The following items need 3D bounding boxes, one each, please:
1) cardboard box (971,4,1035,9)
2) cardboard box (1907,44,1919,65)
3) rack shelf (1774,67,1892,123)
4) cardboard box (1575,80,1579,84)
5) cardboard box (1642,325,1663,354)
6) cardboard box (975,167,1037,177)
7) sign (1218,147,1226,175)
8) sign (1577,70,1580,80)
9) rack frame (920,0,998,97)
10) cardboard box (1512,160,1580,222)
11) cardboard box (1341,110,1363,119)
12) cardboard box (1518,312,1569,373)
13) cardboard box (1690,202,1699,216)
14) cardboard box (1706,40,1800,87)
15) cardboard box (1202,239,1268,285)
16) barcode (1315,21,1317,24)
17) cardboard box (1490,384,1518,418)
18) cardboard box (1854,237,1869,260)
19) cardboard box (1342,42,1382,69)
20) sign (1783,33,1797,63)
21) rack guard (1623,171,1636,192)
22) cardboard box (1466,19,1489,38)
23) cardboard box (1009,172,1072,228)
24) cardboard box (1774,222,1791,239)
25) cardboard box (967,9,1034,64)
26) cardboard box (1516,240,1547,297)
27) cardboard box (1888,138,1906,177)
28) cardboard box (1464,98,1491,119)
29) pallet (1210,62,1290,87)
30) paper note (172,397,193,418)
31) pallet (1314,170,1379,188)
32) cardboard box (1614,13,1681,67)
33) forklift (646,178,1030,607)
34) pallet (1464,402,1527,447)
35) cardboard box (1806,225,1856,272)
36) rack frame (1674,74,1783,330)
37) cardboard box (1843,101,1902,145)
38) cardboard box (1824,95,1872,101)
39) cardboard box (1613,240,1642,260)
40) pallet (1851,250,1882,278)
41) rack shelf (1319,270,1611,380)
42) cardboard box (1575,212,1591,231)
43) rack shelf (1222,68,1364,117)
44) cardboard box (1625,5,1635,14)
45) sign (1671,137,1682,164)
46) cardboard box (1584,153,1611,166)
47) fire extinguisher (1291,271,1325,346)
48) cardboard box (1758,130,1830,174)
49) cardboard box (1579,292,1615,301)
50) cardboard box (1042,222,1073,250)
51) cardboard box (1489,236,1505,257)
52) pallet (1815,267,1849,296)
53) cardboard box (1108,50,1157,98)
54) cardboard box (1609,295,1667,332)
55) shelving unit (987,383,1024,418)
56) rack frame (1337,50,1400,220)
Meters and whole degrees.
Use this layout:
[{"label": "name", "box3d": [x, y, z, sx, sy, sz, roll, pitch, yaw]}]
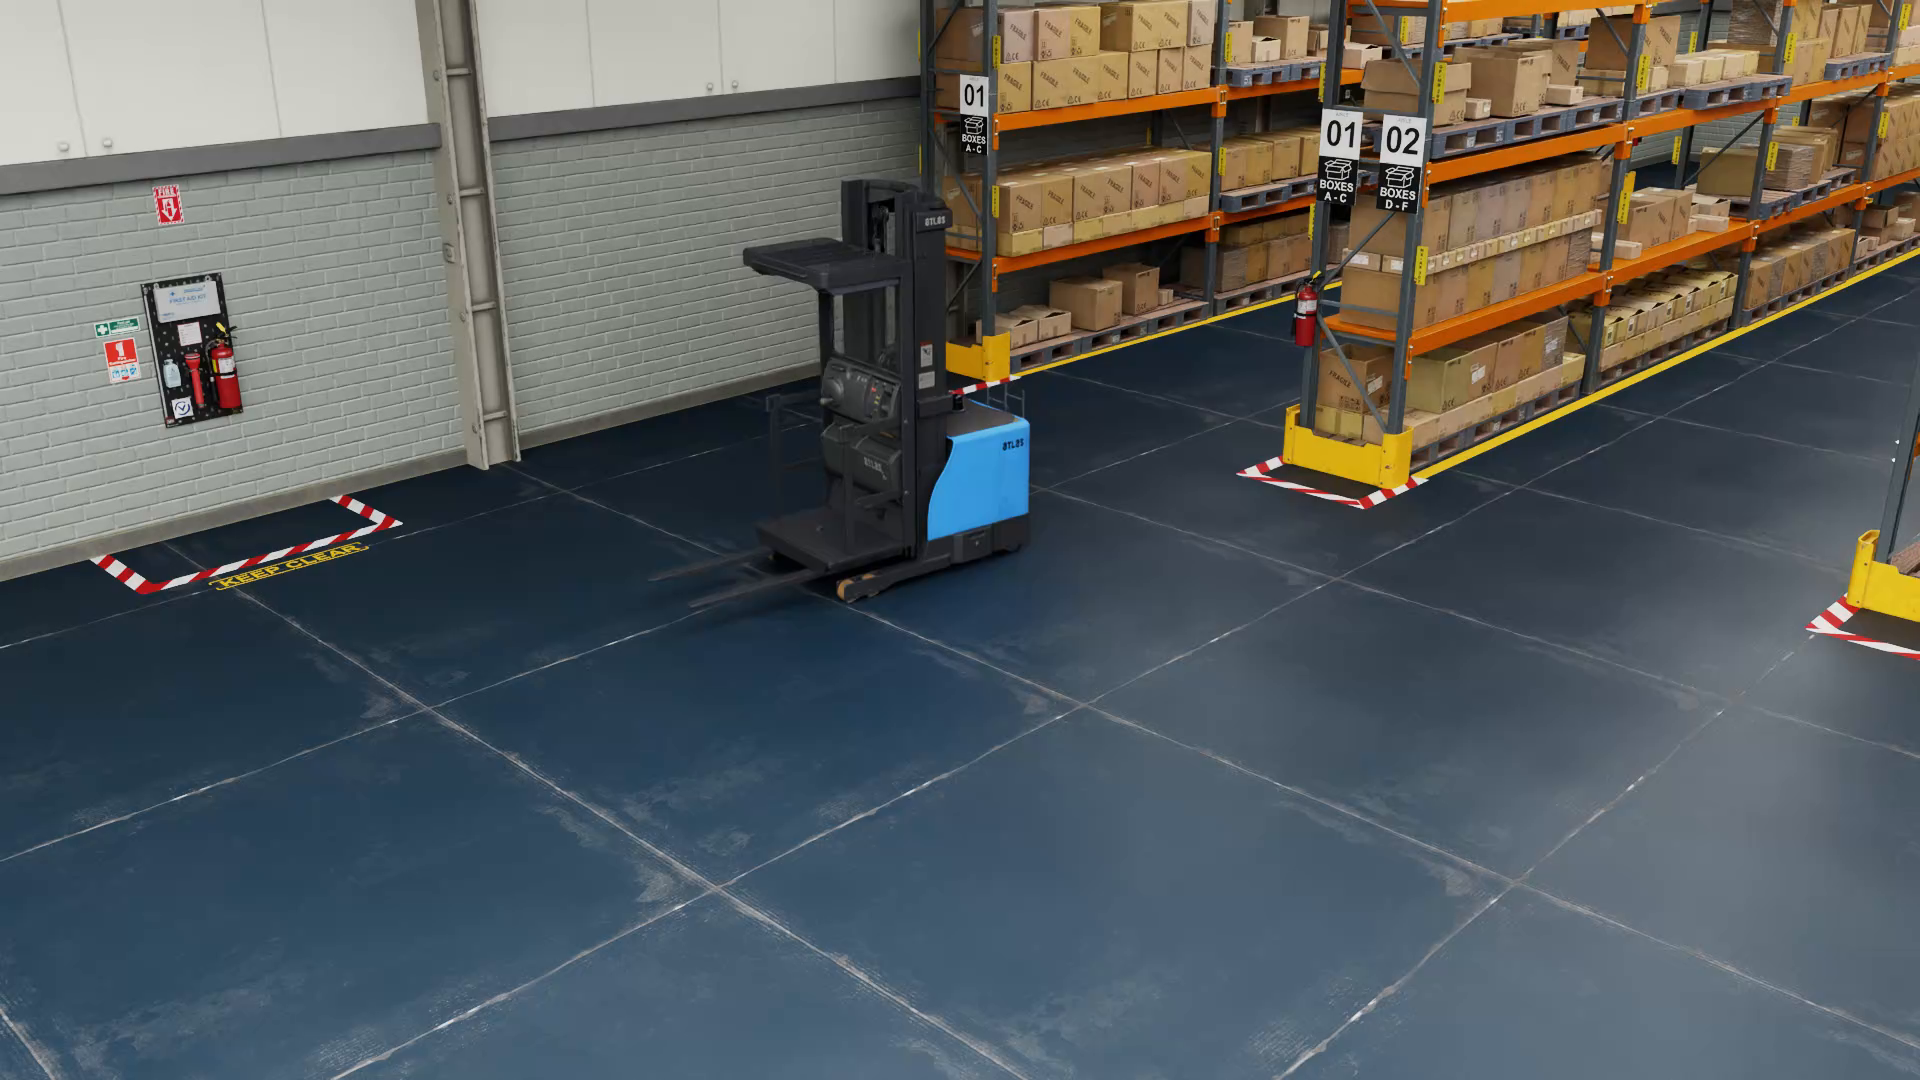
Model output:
[{"label": "cardboard box", "box3d": [0.466, -5.518, 18.008, 0.500, 0.500, 0.500, -18, 27, -39]}, {"label": "cardboard box", "box3d": [12.771, -6.643, 22.704, 0.500, 0.250, 0.500, 19, 28, 41]}, {"label": "rack shelf", "box3d": [10.508, -5.672, 20.973, 1.077, 0.370, 4.000, 19, 28, 41]}, {"label": "cardboard box", "box3d": [10.793, -7.395, 28.216, 0.700, 0.700, 0.980, -19, 28, -40]}, {"label": "cardboard box", "box3d": [7.498, -2.285, 18.585, 0.500, 0.250, 0.500, 18, 28, 39]}, {"label": "cardboard box", "box3d": [0.515, -3.867, 18.590, 0.500, 0.500, 0.500, -20, 29, -41]}, {"label": "sign", "box3d": [3.165, -4.574, 20.089, 0.100, 0.325, 0.005, 19, 28, 41]}, {"label": "sign", "box3d": [10.748, -7.970, 28.813, 0.100, 0.325, 0.005, 19, 28, 41]}, {"label": "rack frame", "box3d": [-0.020, -6.076, 16.841, 1.000, 3.000, 0.127, 19, 28, 41]}, {"label": "cardboard box", "box3d": [5.666, -3.472, 16.479, 0.700, 0.500, 0.500, 19, 28, 41]}, {"label": "cardboard box", "box3d": [5.342, -5.791, 22.804, 0.380, 0.149, 0.250, 15, 26, 34]}, {"label": "cardboard box", "box3d": [5.798, -2.028, 16.873, 0.500, 0.500, 0.500, 19, 28, 41]}, {"label": "cardboard box", "box3d": [8.350, -3.871, 19.588, 0.500, 0.311, 0.500, 19, 28, 40]}, {"label": "cardboard box", "box3d": [9.393, -5.661, 19.802, 0.910, 0.500, 0.500, 19, 28, 41]}, {"label": "cardboard box", "box3d": [3.597, -3.682, 21.843, 0.700, 0.500, 0.500, 19, 28, 40]}, {"label": "barcode", "box3d": [4.867, -7.058, 22.739, 0.001, 0.075, 0.075, 19, 28, 41]}, {"label": "cardboard box", "box3d": [5.113, -1.417, 16.328, 0.500, 0.250, 0.500, 19, 28, 41]}, {"label": "cardboard box", "box3d": [12.351, -4.126, 23.263, 0.500, 0.311, 0.500, 19, 28, 41]}, {"label": "cardboard box", "box3d": [5.252, -6.448, 22.084, 0.500, 0.311, 0.500, 19, 28, 41]}, {"label": "sign", "box3d": [9.505, -5.631, 19.032, 0.100, 0.325, 0.005, 19, 28, 41]}, {"label": "rack guard", "box3d": [11.159, -6.228, 29.082, 1.175, 0.500, 0.348, 19, 28, 41]}, {"label": "cardboard box", "box3d": [7.317, -7.655, 24.376, 0.700, 0.500, 0.500, 19, 28, 40]}, {"label": "cardboard box", "box3d": [0.880, -3.737, 18.253, 0.500, 0.500, 0.500, 19, 28, 41]}, {"label": "cardboard box", "box3d": [10.694, -4.190, 22.121, 0.500, 0.250, 0.500, 19, 28, 41]}, {"label": "cardboard box", "box3d": [0.423, -5.237, 17.277, 0.500, 0.500, 0.500, 17, 27, 37]}, {"label": "cardboard box", "box3d": [5.301, -2.731, 16.360, 0.500, 0.500, 0.700, -20, 28, -41]}, {"label": "cardboard box", "box3d": [12.809, -5.364, 23.209, 0.500, 0.500, 0.500, -20, 28, -41]}, {"label": "cardboard box", "box3d": [4.479, -3.840, 14.772, 0.380, 0.149, 0.250, 19, 28, 41]}, {"label": "pallet", "box3d": [3.278, -5.749, 20.431, 1.213, 0.211, 1.003, 19, 28, 41]}, {"label": "paper note", "box3d": [-6.261, -1.065, 13.392, 0.016, 0.148, 0.142, 19, 28, 41]}, {"label": "pallet", "box3d": [5.140, -5.033, 22.756, 1.213, 0.211, 1.003, 19, 28, 41]}, {"label": "cardboard box", "box3d": [7.162, -5.242, 17.431, 0.500, 0.500, 0.500, -17, 27, -37]}, {"label": "forklift", "box3d": [-0.911, -1.118, 12.398, 3.031, 2.935, 1.130, -16, 26, -35]}, {"label": "pallet", "box3d": [4.886, -1.255, 16.545, 1.003, 0.211, 1.213, 19, 28, 41]}, {"label": "cardboard box", "box3d": [11.764, -3.962, 22.572, 0.500, 0.500, 0.500, 19, 28, 40]}, {"label": "rack frame", "box3d": [9.113, -4.094, 20.044, 1.000, 3.000, 0.127, 19, 28, 41]}, {"label": "cardboard box", "box3d": [12.434, -5.686, 22.654, 0.500, 0.500, 0.500, -19, 28, -41]}, {"label": "cardboard box", "box3d": [12.426, -5.962, 23.373, 0.500, 0.500, 0.500, 19, 28, 40]}, {"label": "cardboard box", "box3d": [7.087, -3.125, 17.873, 0.380, 0.149, 0.250, 19, 28, 41]}, {"label": "pallet", "box3d": [12.383, -3.996, 23.678, 1.003, 0.211, 1.213, 19, 28, 41]}, {"label": "rack shelf", "box3d": [4.927, -2.215, 16.160, 1.077, 0.370, 4.000, 19, 28, 41]}, {"label": "cardboard box", "box3d": [6.112, -3.228, 16.749, 0.380, 0.149, 0.250, 19, 28, 40]}, {"label": "rack shelf", "box3d": [4.166, -5.883, 21.521, 1.077, 0.370, 4.000, 19, 28, 41]}, {"label": "cardboard box", "box3d": [10.821, -8.707, 27.350, 0.500, 0.250, 0.500, -19, 28, -40]}, {"label": "sign", "box3d": [8.717, -4.730, 20.198, 0.100, 0.325, 0.005, 19, 28, 41]}, {"label": "cardboard box", "box3d": [10.766, -6.437, 28.136, 0.380, 0.149, 0.250, 19, 28, 40]}, {"label": "fire extinguisher", "box3d": [3.117, -2.087, 14.931, 0.296, 0.674, 0.183, 19, 28, 41]}, {"label": "cardboard box", "box3d": [10.978, -5.106, 21.954, 0.500, 0.500, 0.700, -15, 26, -34]}, {"label": "cardboard box", "box3d": [7.108, -2.679, 18.828, 0.500, 0.311, 0.500, 19, 28, 40]}, {"label": "cardboard box", "box3d": [0.900, -3.398, 18.416, 0.500, 0.250, 0.500, 18, 28, 39]}, {"label": "cardboard box", "box3d": [4.857, -2.765, 15.544, 0.380, 0.149, 0.250, 19, 28, 40]}, {"label": "pallet", "box3d": [11.363, -3.602, 22.651, 1.003, 0.211, 1.213, 19, 28, 41]}, {"label": "cardboard box", "box3d": [1.874, -5.290, 18.809, 0.500, 0.500, 0.500, 18, 27, 39]}, {"label": "cardboard box", "box3d": [7.502, -2.544, 18.479, 0.500, 0.311, 0.500, 18, 27, 39]}, {"label": "shelving unit", "box3d": [0.369, -0.662, 13.624, 0.189, 1.200, 0.258, -16, 26, -35]}, {"label": "rack frame", "box3d": [5.561, -5.332, 23.267, 1.000, 3.000, 0.127, 19, 28, 41]}]
